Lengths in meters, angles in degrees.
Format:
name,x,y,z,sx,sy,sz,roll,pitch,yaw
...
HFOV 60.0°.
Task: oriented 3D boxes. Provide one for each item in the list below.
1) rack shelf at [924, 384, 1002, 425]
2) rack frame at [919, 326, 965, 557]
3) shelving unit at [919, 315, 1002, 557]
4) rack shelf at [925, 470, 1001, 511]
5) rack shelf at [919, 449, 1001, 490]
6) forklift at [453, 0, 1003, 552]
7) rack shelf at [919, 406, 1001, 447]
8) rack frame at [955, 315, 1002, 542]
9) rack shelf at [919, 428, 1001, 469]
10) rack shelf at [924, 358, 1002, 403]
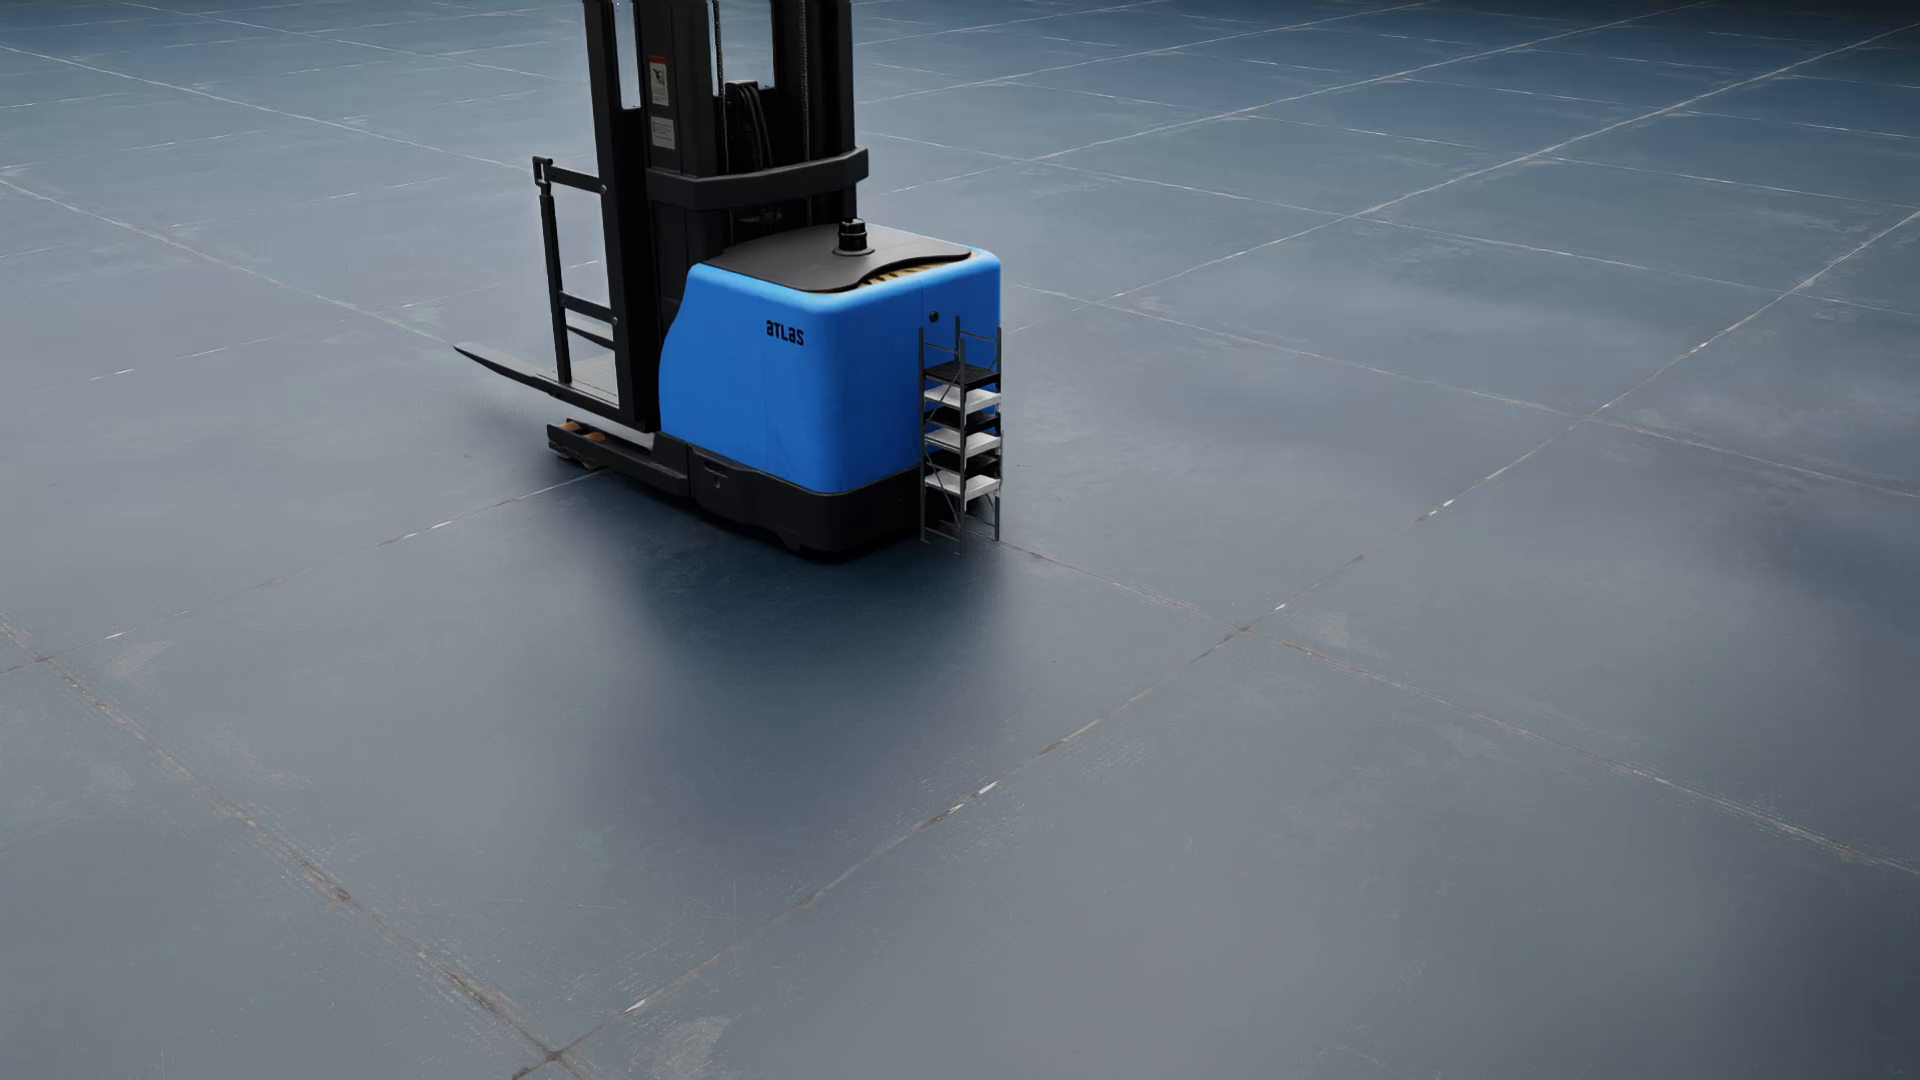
name,x,y,z,sx,sy,sz,roll,pitch,yaw
rack shelf,0.000,-0.540,6.496,0.258,0.077,0.200,21,32,39
rack frame,-0.070,-0.376,6.489,0.240,0.900,0.006,21,32,39
shelving unit,0.000,-0.406,6.556,0.258,0.900,0.210,21,32,39
rack shelf,0.000,-0.212,6.643,0.258,0.077,0.200,21,32,39
rack shelf,0.000,-0.294,6.606,0.258,0.077,0.200,21,32,39
forklift,-1.234,-1.789,7.157,3.031,2.935,1.130,21,32,39
rack shelf,0.000,-0.458,6.533,0.258,0.077,0.200,21,32,39
rack frame,0.071,-0.436,6.623,0.240,0.900,0.006,21,32,39
rack shelf,0.000,-0.376,6.570,0.258,0.077,0.200,21,32,39
rack shelf,0.000,-0.622,6.459,0.258,0.077,0.200,21,32,39
